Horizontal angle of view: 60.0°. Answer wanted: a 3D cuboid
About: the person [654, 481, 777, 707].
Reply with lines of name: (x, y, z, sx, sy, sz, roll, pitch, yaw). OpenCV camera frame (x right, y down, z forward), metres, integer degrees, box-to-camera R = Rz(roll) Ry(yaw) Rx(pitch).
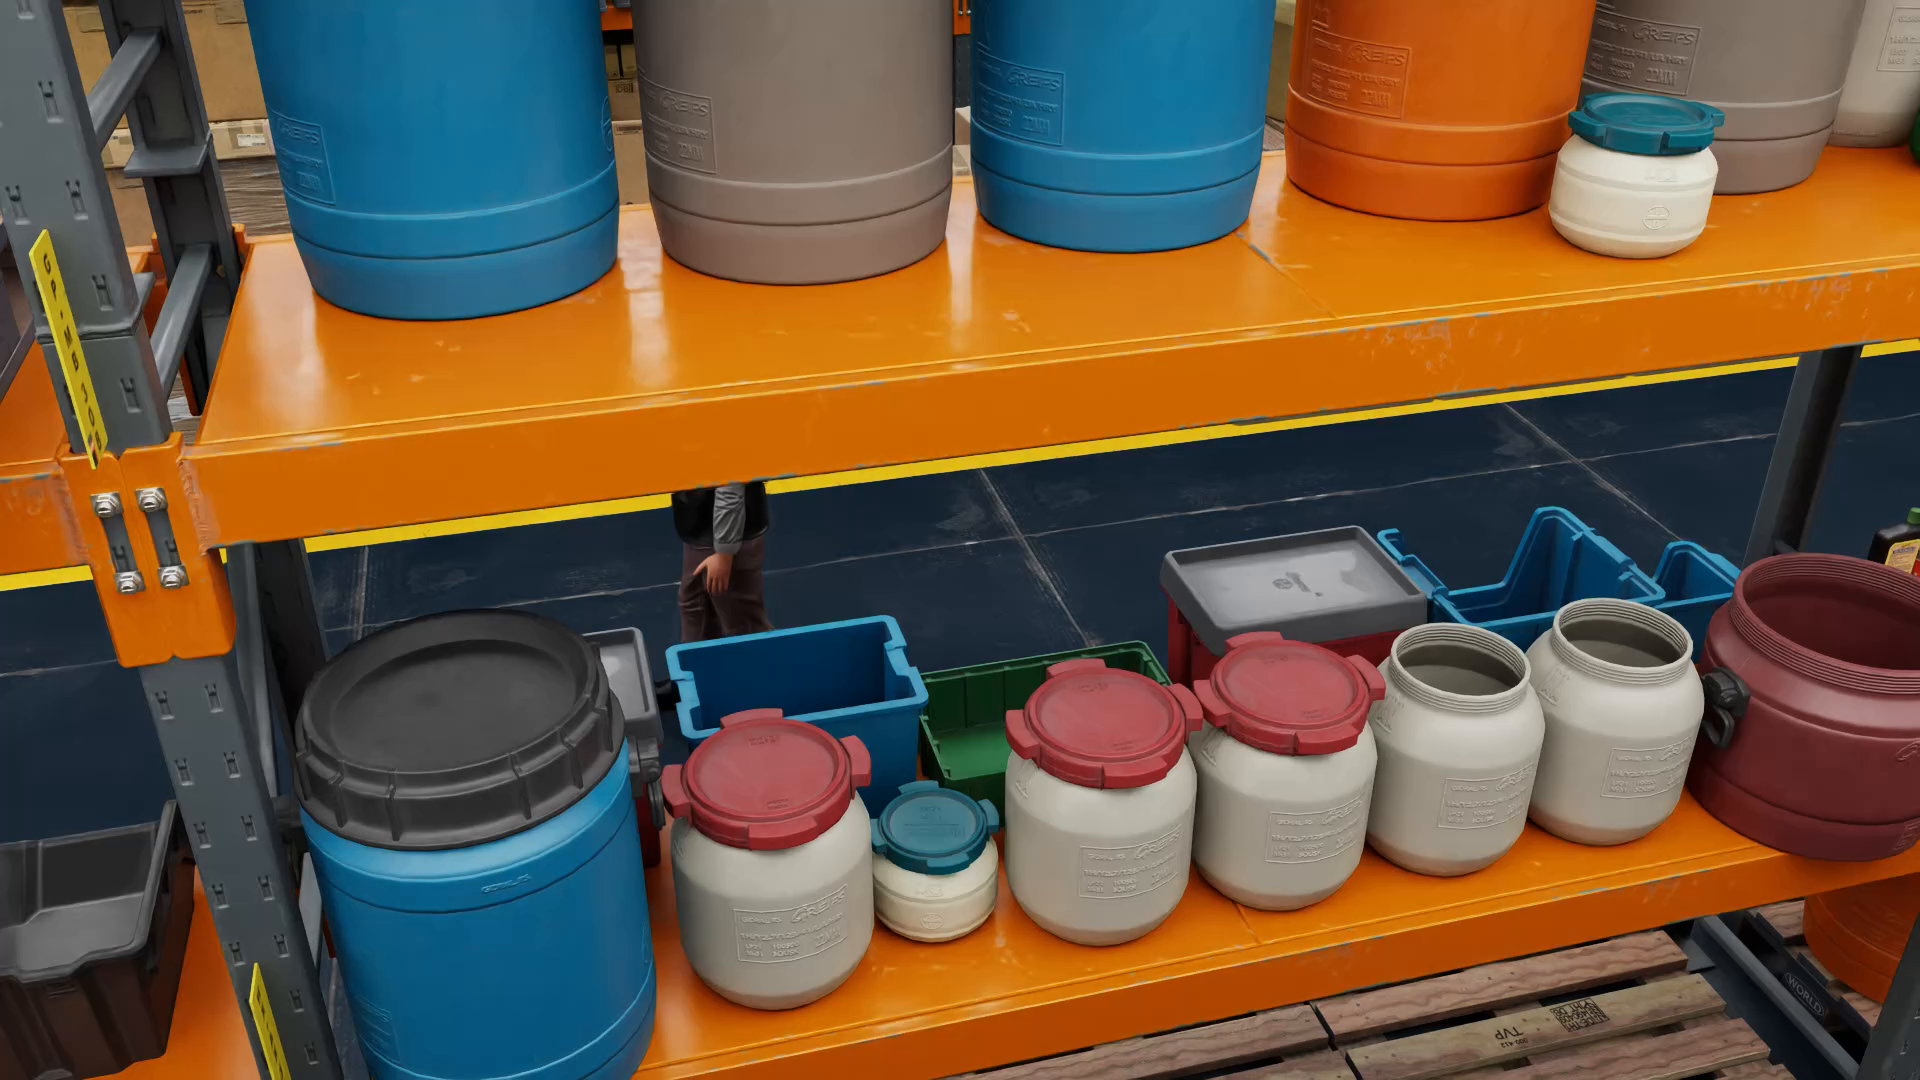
person: (-0.949, -0.038, 6.219, 0.714, 1.715, 0.559, -3, 30, -6)
